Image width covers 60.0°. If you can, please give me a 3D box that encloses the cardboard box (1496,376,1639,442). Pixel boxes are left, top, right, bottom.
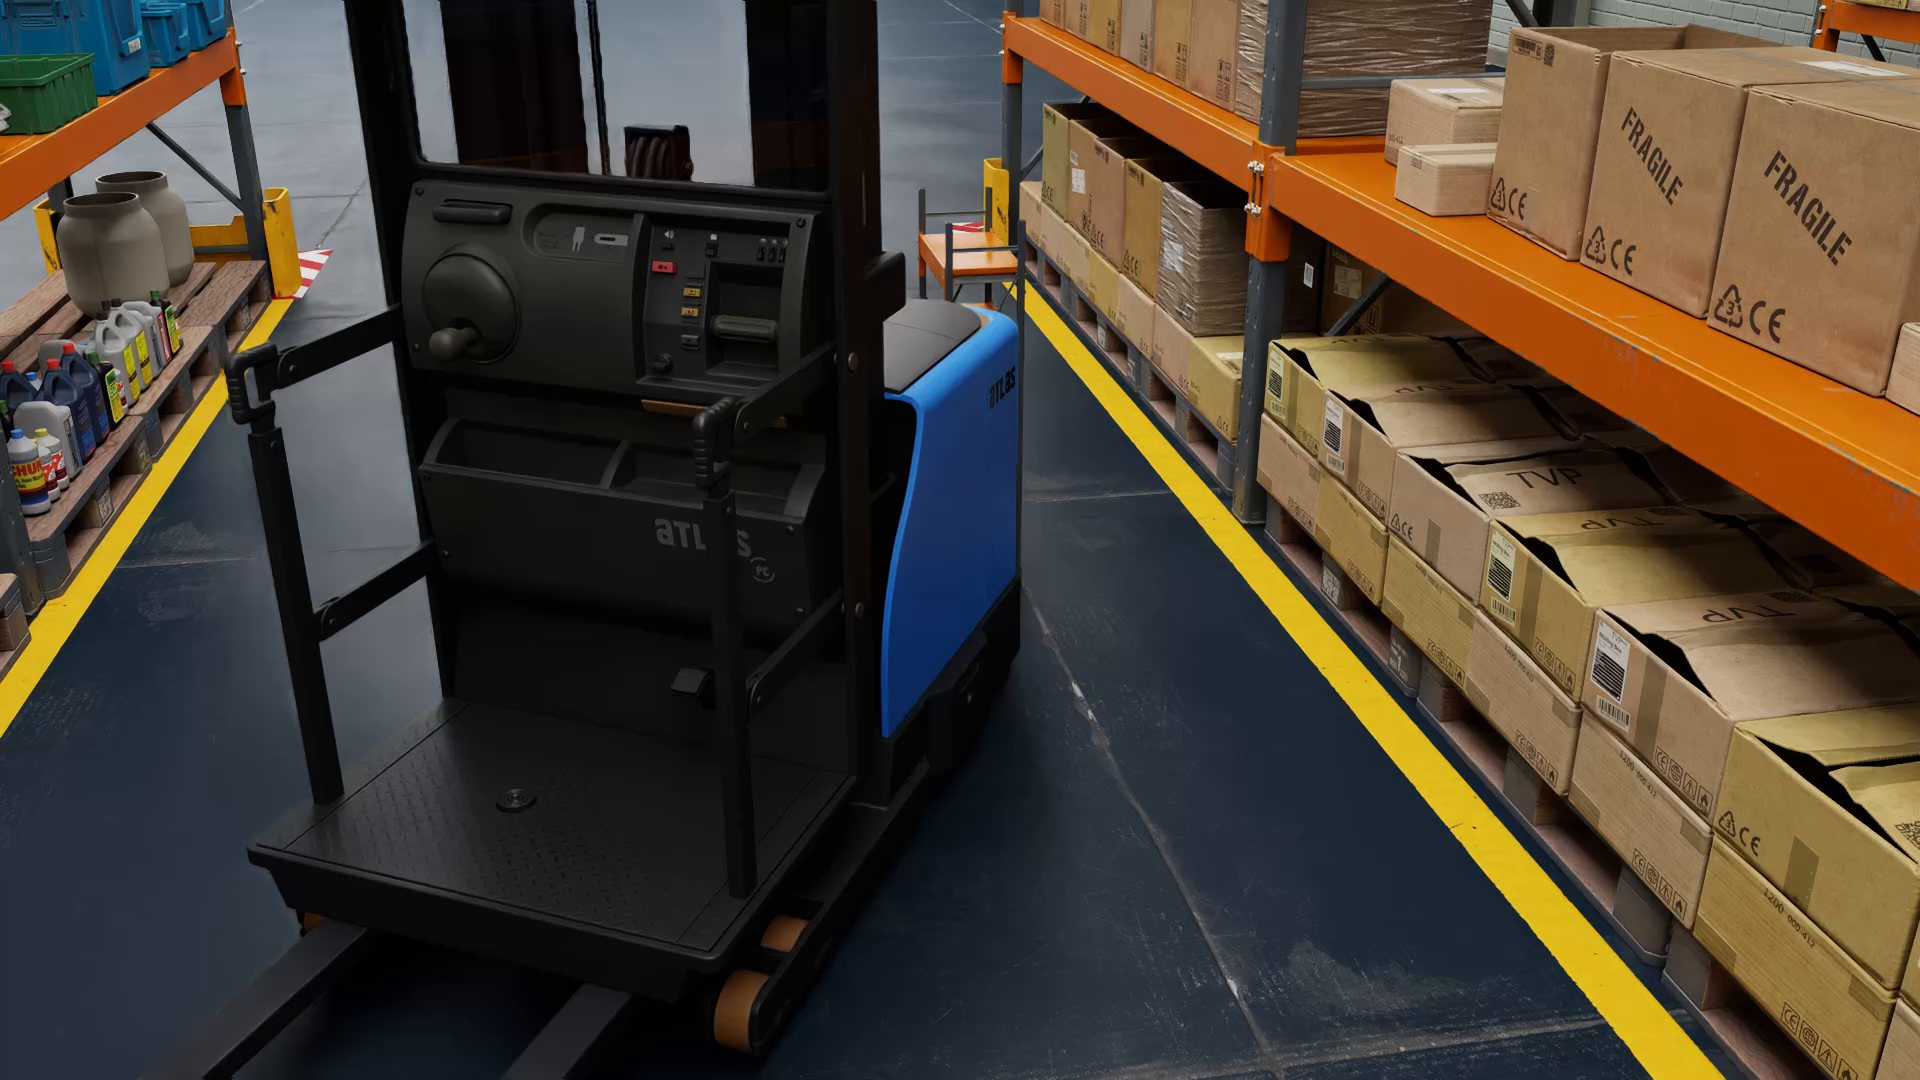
[{"bbox_3d":[1.935,-0.328,4.964,0.500,0.311,0.500,-4,24,-8],"label":"cardboard box"}]

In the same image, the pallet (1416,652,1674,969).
[{"bbox_3d":[1.879,0.565,4.193,1.003,0.211,1.213,-4,24,-10],"label":"pallet"}]

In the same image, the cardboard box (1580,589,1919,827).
[{"bbox_3d":[1.683,0.312,3.497,0.500,0.311,0.500,-4,24,-10],"label":"cardboard box"}]

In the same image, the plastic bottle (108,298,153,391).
[{"bbox_3d":[-3.282,-0.766,6.517,0.144,0.351,0.185,-3,24,-8],"label":"plastic bottle"}]

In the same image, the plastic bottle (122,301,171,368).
[{"bbox_3d":[-3.343,-0.852,6.805,0.152,0.276,0.135,-4,24,-9],"label":"plastic bottle"}]

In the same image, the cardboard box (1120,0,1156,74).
[{"bbox_3d":[1.099,-2.307,7.159,0.700,0.500,0.500,-4,24,-8],"label":"cardboard box"}]

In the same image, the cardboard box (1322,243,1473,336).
[{"bbox_3d":[1.698,-0.963,6.180,0.500,0.500,0.500,-4,24,-10],"label":"cardboard box"}]

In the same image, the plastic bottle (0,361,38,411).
[{"bbox_3d":[-3.276,-0.441,5.772,0.144,0.351,0.185,-4,24,-10],"label":"plastic bottle"}]

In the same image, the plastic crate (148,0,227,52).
[{"bbox_3d":[-3.746,-2.446,7.789,0.499,0.251,0.616,-4,24,-10],"label":"plastic crate"}]

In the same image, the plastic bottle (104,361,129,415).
[{"bbox_3d":[-3.199,-0.571,6.256,0.097,0.201,0.097,0,24,0],"label":"plastic bottle"}]

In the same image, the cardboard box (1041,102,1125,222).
[{"bbox_3d":[0.711,-1.907,8.341,0.500,0.500,0.500,-4,24,-10],"label":"cardboard box"}]

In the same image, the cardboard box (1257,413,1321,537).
[{"bbox_3d":[1.307,-0.236,5.454,0.500,0.250,0.500,-5,24,-11],"label":"cardboard box"}]

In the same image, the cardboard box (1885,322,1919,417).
[{"bbox_3d":[1.924,-0.290,2.980,0.380,0.149,0.250,-3,24,-6],"label":"cardboard box"}]

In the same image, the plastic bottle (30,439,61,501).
[{"bbox_3d":[-3.040,-0.233,5.482,0.097,0.201,0.097,0,24,0],"label":"plastic bottle"}]

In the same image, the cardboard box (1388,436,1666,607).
[{"bbox_3d":[1.492,-0.089,4.415,0.500,0.311,0.500,-5,24,-11],"label":"cardboard box"}]

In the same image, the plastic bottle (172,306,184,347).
[{"bbox_3d":[-3.362,-0.919,7.052,0.097,0.201,0.097,0,24,0],"label":"plastic bottle"}]

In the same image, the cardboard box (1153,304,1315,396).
[{"bbox_3d":[1.092,-0.777,6.692,0.500,0.250,0.500,-4,24,-10],"label":"cardboard box"}]

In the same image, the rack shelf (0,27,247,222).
[{"bbox_3d":[-3.763,-1.573,6.503,1.077,0.370,4.000,-4,24,-10],"label":"rack shelf"}]

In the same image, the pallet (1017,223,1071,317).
[{"bbox_3d":[0.919,-1.479,8.872,1.003,0.211,1.213,-4,24,-10],"label":"pallet"}]

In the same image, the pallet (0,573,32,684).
[{"bbox_3d":[-3.210,0.468,4.415,1.003,0.211,1.213,-4,24,-10],"label":"pallet"}]

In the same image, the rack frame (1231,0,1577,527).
[{"bbox_3d":[1.476,-1.481,5.393,1.000,3.000,0.127,-4,24,-10],"label":"rack frame"}]

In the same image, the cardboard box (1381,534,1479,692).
[{"bbox_3d":[1.498,0.168,4.528,0.500,0.250,0.500,-5,24,-11],"label":"cardboard box"}]

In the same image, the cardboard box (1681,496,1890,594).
[{"bbox_3d":[2.114,0.066,4.061,0.500,0.311,0.500,-5,24,-10],"label":"cardboard box"}]

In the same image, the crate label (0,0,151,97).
[{"bbox_3d":[-3.526,-2.002,6.541,0.502,0.435,0.616,-4,24,-10],"label":"crate label"}]

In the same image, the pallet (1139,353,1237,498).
[{"bbox_3d":[1.370,-0.519,6.675,1.003,0.211,1.213,-4,24,-10],"label":"pallet"}]

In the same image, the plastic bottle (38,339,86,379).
[{"bbox_3d":[-3.389,-0.638,6.317,0.152,0.276,0.135,-4,24,-10],"label":"plastic bottle"}]

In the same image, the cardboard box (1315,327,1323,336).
[{"bbox_3d":[1.600,-0.815,6.780,0.500,0.250,0.500,-4,24,-10],"label":"cardboard box"}]

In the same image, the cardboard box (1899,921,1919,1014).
[{"bbox_3d":[1.876,0.715,2.575,0.500,0.311,0.500,-4,24,-8],"label":"cardboard box"}]

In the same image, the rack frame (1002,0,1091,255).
[{"bbox_3d":[0.736,-3.054,8.996,1.000,3.000,0.127,-4,24,-10],"label":"rack frame"}]

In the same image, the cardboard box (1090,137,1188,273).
[{"bbox_3d":[0.891,-1.513,7.440,0.500,0.500,0.500,-4,24,-10],"label":"cardboard box"}]

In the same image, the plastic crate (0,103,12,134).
[{"bbox_3d":[-3.365,-1.303,5.063,0.767,0.338,0.504,-4,24,-10],"label":"plastic crate"}]

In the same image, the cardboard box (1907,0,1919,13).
[{"bbox_3d":[5.492,-2.944,8.906,0.500,0.250,0.500,-5,24,-11],"label":"cardboard box"}]

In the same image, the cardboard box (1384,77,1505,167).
[{"bbox_3d":[1.610,-1.222,4.987,0.500,0.250,0.500,-3,24,-6],"label":"cardboard box"}]

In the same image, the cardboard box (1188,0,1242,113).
[{"bbox_3d":[1.284,-1.908,6.246,0.700,0.500,0.500,-5,24,-10],"label":"cardboard box"}]

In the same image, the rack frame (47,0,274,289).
[{"bbox_3d":[-4.133,-2.689,8.160,1.000,3.000,0.127,-4,24,-10],"label":"rack frame"}]

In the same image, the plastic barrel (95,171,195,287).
[{"bbox_3d":[-3.936,-1.488,7.994,0.421,0.512,0.421,0,24,0],"label":"plastic barrel"}]

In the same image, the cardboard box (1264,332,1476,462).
[{"bbox_3d":[1.307,-0.489,5.333,0.500,0.311,0.500,-4,24,-10],"label":"cardboard box"}]

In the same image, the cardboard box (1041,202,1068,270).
[{"bbox_3d":[0.713,-1.563,8.492,0.500,0.250,0.500,-4,24,-10],"label":"cardboard box"}]

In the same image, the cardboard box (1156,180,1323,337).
[{"bbox_3d":[1.094,-1.121,6.542,0.500,0.500,0.500,-4,24,-10],"label":"cardboard box"}]

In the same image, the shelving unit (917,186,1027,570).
[{"bbox_3d":[0.031,-0.485,5.361,0.258,1.200,0.503,-4,24,-10],"label":"shelving unit"}]

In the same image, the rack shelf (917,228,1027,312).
[{"bbox_3d":[0.031,-0.845,5.203,0.258,0.148,0.480,-4,24,-10],"label":"rack shelf"}]

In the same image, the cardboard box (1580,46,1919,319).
[{"bbox_3d":[1.792,-0.819,3.753,0.500,0.500,0.500,-4,24,-10],"label":"cardboard box"}]

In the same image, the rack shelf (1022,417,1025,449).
[{"bbox_3d":[0.031,-0.423,5.388,0.258,0.148,0.480,-4,24,-10],"label":"rack shelf"}]

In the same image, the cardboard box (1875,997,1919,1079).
[{"bbox_3d":[1.878,0.971,2.690,0.500,0.250,0.500,-4,24,-8],"label":"cardboard box"}]

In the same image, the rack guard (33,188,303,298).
[{"bbox_3d":[-4.072,-1.517,8.600,1.175,0.500,0.348,-4,24,-10],"label":"rack guard"}]

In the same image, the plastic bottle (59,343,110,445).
[{"bbox_3d":[-3.169,-0.526,5.967,0.144,0.351,0.185,-5,24,-12],"label":"plastic bottle"}]

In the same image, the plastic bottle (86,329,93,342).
[{"bbox_3d":[-3.436,-0.746,6.658,0.097,0.201,0.097,0,24,0],"label":"plastic bottle"}]

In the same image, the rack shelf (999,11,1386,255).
[{"bbox_3d":[1.106,-1.938,7.339,1.077,0.370,4.000,-4,24,-10],"label":"rack shelf"}]

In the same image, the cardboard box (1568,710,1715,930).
[{"bbox_3d":[1.689,0.571,3.607,0.500,0.250,0.500,-4,24,-9],"label":"cardboard box"}]

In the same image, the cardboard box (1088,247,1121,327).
[{"bbox_3d":[0.892,-1.169,7.590,0.500,0.250,0.500,-4,24,-10],"label":"cardboard box"}]

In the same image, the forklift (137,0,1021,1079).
[{"bbox_3d":[-0.802,-0.490,3.209,1.130,2.935,3.031,8,25,18],"label":"forklift"}]

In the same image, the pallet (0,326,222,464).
[{"bbox_3d":[-3.705,-0.586,6.828,1.003,0.211,1.213,-4,24,-10],"label":"pallet"}]

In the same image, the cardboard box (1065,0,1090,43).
[{"bbox_3d":[0.912,-2.709,8.081,0.700,0.500,0.500,-4,24,-8],"label":"cardboard box"}]

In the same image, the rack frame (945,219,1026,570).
[{"bbox_3d":[0.076,-0.389,5.141,0.240,1.200,0.015,-4,24,-10],"label":"rack frame"}]

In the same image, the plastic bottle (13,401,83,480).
[{"bbox_3d":[-3.108,-0.352,5.662,0.152,0.276,0.135,-3,24,-8],"label":"plastic bottle"}]
